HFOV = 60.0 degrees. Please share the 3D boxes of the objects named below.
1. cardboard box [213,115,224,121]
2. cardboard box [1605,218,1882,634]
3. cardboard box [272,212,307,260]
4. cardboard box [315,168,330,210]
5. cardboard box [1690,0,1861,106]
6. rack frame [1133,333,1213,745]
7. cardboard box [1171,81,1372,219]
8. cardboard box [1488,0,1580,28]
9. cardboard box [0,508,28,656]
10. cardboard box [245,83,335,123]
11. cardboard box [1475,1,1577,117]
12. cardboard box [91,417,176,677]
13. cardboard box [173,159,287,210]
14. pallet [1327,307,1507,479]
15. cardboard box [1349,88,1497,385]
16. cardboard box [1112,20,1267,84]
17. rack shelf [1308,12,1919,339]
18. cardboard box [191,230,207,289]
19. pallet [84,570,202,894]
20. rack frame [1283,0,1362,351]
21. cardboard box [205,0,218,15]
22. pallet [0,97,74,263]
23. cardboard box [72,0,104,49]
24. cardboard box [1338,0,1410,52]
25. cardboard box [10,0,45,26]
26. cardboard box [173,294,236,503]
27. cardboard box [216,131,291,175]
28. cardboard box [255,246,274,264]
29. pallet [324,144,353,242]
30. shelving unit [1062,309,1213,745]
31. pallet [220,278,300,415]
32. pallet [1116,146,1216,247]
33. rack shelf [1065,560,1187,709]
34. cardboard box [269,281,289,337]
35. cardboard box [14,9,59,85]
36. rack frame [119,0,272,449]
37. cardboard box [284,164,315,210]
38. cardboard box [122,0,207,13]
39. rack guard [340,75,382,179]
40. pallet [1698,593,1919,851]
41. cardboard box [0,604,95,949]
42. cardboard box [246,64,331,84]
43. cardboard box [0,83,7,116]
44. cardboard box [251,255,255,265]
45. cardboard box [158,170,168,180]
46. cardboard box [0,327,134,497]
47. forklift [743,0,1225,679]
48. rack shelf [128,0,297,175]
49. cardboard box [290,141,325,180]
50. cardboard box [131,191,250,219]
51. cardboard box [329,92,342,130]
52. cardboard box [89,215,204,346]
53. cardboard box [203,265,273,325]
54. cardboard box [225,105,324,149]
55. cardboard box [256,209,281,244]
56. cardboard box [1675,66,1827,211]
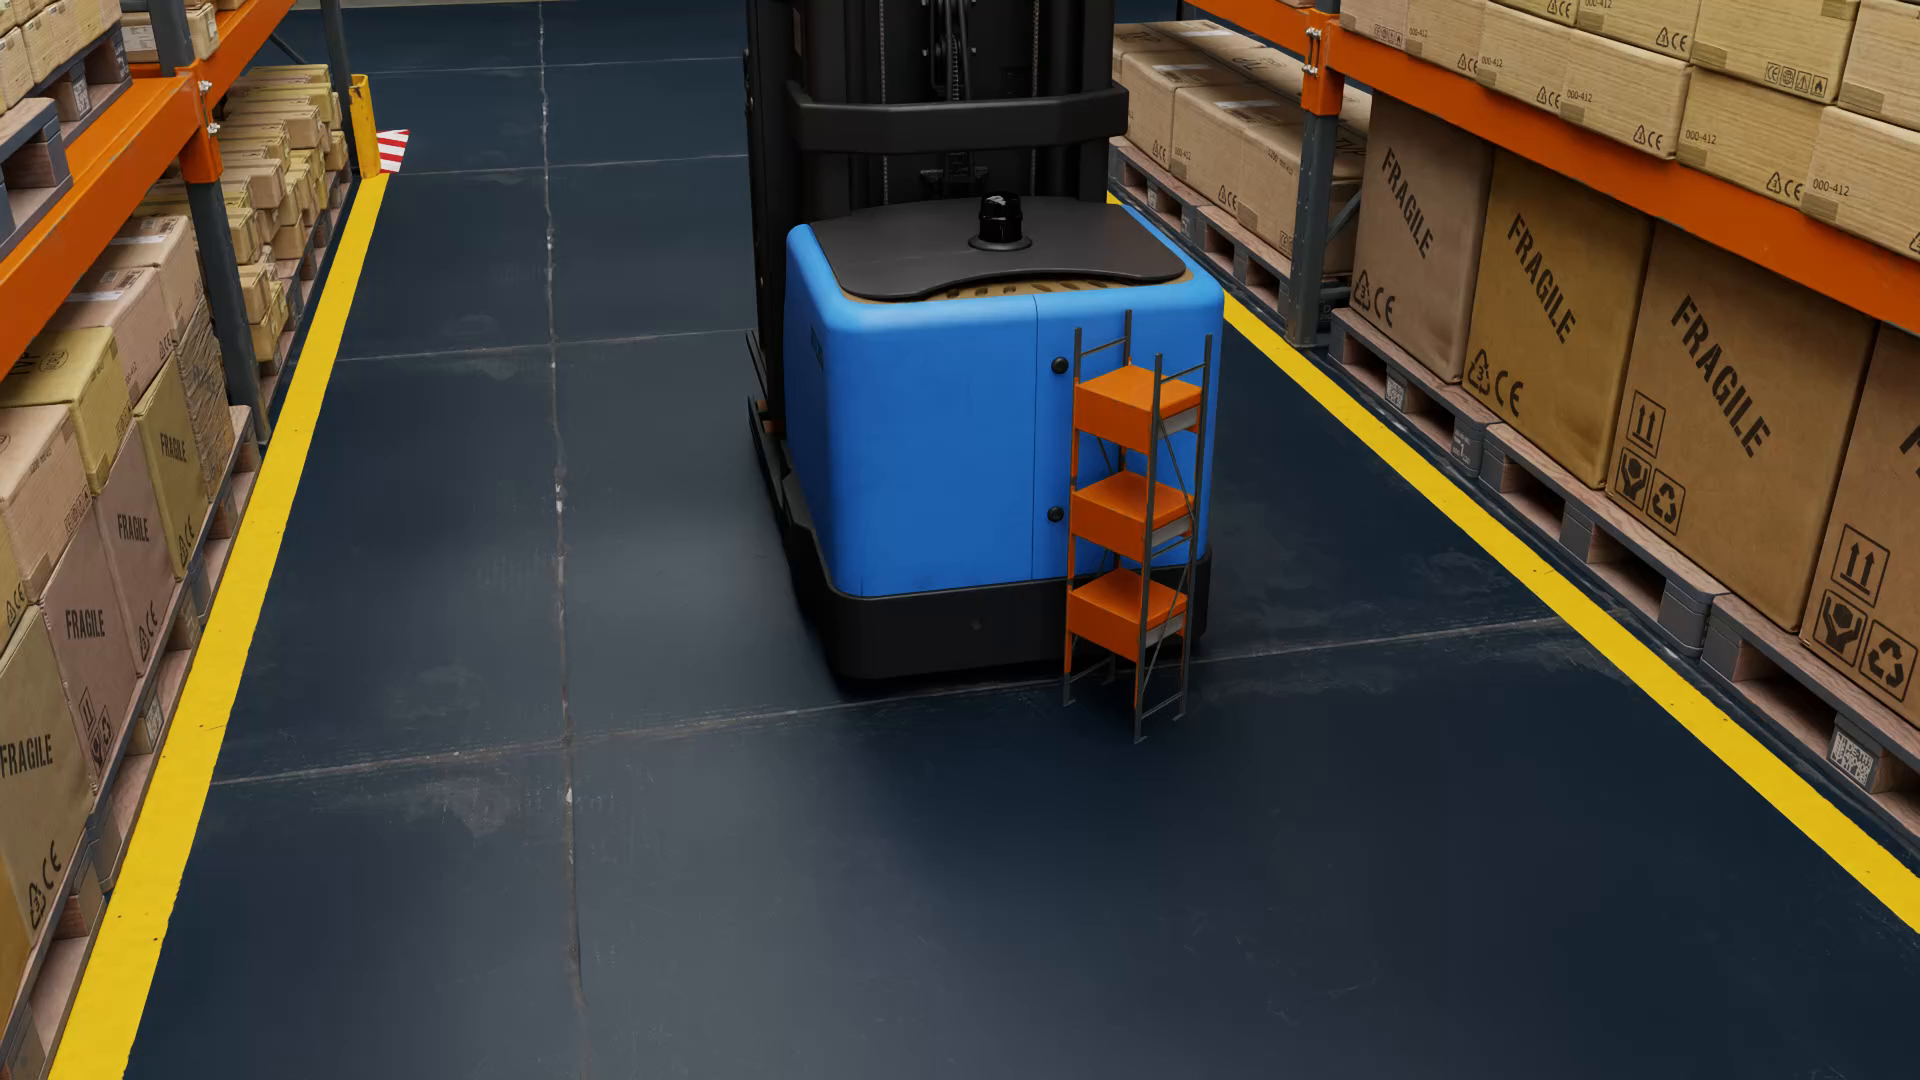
[{"bbox_3d":[-3.992,-2.190,8.628,0.380,0.149,0.250,-5,27,-9],"label":"cardboard box"},{"bbox_3d":[2.471,-0.376,4.559,0.875,0.875,0.875,-6,27,-11],"label":"cardboard box"},{"bbox_3d":[-3.060,-1.316,7.225,0.380,0.149,0.250,-7,28,-13],"label":"cardboard box"},{"bbox_3d":[-3.219,-1.664,7.915,0.380,0.149,0.250,-7,28,-14],"label":"cardboard box"},{"bbox_3d":[2.131,-1.224,3.958,0.500,0.250,0.500,-7,28,-13],"label":"cardboard box"},{"bbox_3d":[0.515,0.019,4.047,0.200,1.050,0.008,-24,35,-39],"label":"rack frame"},{"bbox_3d":[1.602,-1.913,8.089,0.875,0.438,0.875,-7,28,-13],"label":"cardboard box"},{"bbox_3d":[1.898,-1.674,4.849,0.500,0.250,0.500,-6,27,-11],"label":"cardboard box"},{"bbox_3d":[-2.091,0.157,3.086,0.500,0.250,0.500,-6,27,-12],"label":"cardboard box"},{"bbox_3d":[-3.311,-2.156,8.229,0.380,0.149,0.250,-7,28,-13],"label":"cardboard box"},{"bbox_3d":[1.901,-1.449,4.959,0.500,0.250,0.500,-6,27,-12],"label":"cardboard box"},{"bbox_3d":[-2.320,0.036,4.158,0.500,0.500,0.500,-7,28,-13],"label":"cardboard box"},{"bbox_3d":[-3.003,-1.461,6.853,0.380,0.149,0.250,-5,27,-10],"label":"cardboard box"},{"bbox_3d":[2.088,-0.614,6.232,1.003,0.211,1.213,-6,27,-12],"label":"pallet"},{"bbox_3d":[2.059,-1.165,6.121,0.875,0.875,0.875,-5,27,-10],"label":"cardboard box"},{"bbox_3d":[1.186,-2.710,9.668,0.875,0.438,0.875,-7,28,-13],"label":"cardboard box"},{"bbox_3d":[2.292,-0.991,4.682,1.077,0.370,4.000,-6,27,-12],"label":"rack shelf"},{"bbox_3d":[-2.835,-0.995,5.931,0.380,0.149,0.250,-5,27,-9],"label":"cardboard box"},{"bbox_3d":[-2.504,0.480,4.064,1.003,0.211,1.213,-6,27,-12],"label":"pallet"},{"bbox_3d":[1.841,-2.190,6.260,1.000,3.000,0.127,-6,27,-12],"label":"rack frame"},{"bbox_3d":[-3.001,-2.026,6.213,0.380,0.149,0.250,-7,28,-14],"label":"cardboard box"},{"bbox_3d":[-2.543,-0.666,3.454,1.003,0.211,1.213,-6,27,-12],"label":"pallet"},{"bbox_3d":[-2.617,-1.450,4.606,0.380,0.149,0.250,-6,27,-11],"label":"cardboard box"},{"bbox_3d":[1.683,-1.903,5.858,0.500,0.250,0.500,-7,28,-13],"label":"cardboard box"},{"bbox_3d":[-2.497,-1.352,4.082,0.380,0.149,0.250,-7,28,-13],"label":"cardboard box"},{"bbox_3d":[-2.547,-0.415,5.051,0.500,0.500,0.500,-6,27,-13],"label":"cardboard box"},{"bbox_3d":[-3.162,-1.684,7.295,0.380,0.149,0.250,-6,27,-11],"label":"cardboard box"},{"bbox_3d":[-3.000,-1.077,6.753,0.380,0.149,0.250,-7,28,-13],"label":"cardboard box"},{"bbox_3d":[-3.695,-1.760,8.503,1.003,0.211,1.213,-6,27,-12],"label":"pallet"},{"bbox_3d":[0.429,-0.020,4.125,0.215,1.050,0.252,-24,35,-39],"label":"shelving unit"},{"bbox_3d":[-3.145,-0.689,6.381,1.003,0.211,1.213,-6,27,-12],"label":"pallet"},{"bbox_3d":[1.467,-1.823,8.628,1.003,0.211,1.213,-6,27,-12],"label":"pallet"},{"bbox_3d":[0.429,0.238,4.255,0.215,0.259,0.240,-24,35,-39],"label":"rack shelf"},{"bbox_3d":[-2.788,-0.867,6.336,0.380,0.149,0.250,-5,27,-10],"label":"cardboard box"},{"bbox_3d":[-2.507,-1.230,4.171,0.380,0.149,0.250,-7,28,-14],"label":"cardboard box"},{"bbox_3d":[-2.959,-1.643,5.176,1.000,3.000,0.127,-6,27,-12],"label":"rack frame"},{"bbox_3d":[-3.086,-1.557,7.374,0.380,0.149,0.250,-6,27,-11],"label":"cardboard box"},{"bbox_3d":[-2.825,-2.063,5.568,0.500,0.500,0.500,-6,27,-13],"label":"cardboard box"},{"bbox_3d":[-3.843,-2.250,9.152,1.175,0.500,0.348,-6,27,-12],"label":"rack guard"},{"bbox_3d":[2.638,0.457,4.110,1.003,0.211,1.213,-6,27,-12],"label":"pallet"},{"bbox_3d":[-2.085,0.485,3.269,0.500,0.500,0.500,-6,27,-11],"label":"cardboard box"},{"bbox_3d":[-3.494,-2.373,8.659,0.380,0.149,0.250,-6,27,-11],"label":"cardboard box"},{"bbox_3d":[-2.380,-0.992,3.700,0.380,0.149,0.250,-5,27,-9],"label":"cardboard box"},{"bbox_3d":[-2.963,-1.087,6.443,0.380,0.149,0.250,-6,27,-12],"label":"cardboard box"},{"bbox_3d":[-3.608,-1.638,7.205,0.380,0.149,0.250,-6,27,-11],"label":"cardboard box"},{"bbox_3d":[-2.309,-0.290,3.972,0.500,0.250,0.500,-7,28,-14],"label":"cardboard box"},{"bbox_3d":[-0.136,-1.586,5.139,1.130,2.935,3.031,-6,27,-11],"label":"forklift"},{"bbox_3d":[-3.410,-2.200,7.078,1.077,0.370,4.000,-6,27,-12],"label":"rack shelf"},{"bbox_3d":[-3.215,-1.790,7.835,0.380,0.149,0.250,-6,27,-11],"label":"cardboard box"},{"bbox_3d":[-2.944,-1.228,6.392,0.380,0.149,0.250,-6,27,-12],"label":"cardboard box"},{"bbox_3d":[-3.463,-2.244,8.734,0.380,0.149,0.250,-7,28,-13],"label":"cardboard box"},{"bbox_3d":[-2.545,-0.748,4.879,0.500,0.250,0.500,-7,28,-13],"label":"cardboard box"},{"bbox_3d":[-2.729,-0.882,6.036,0.380,0.149,0.250,-5,27,-9],"label":"cardboard box"},{"bbox_3d":[-3.200,-1.923,7.769,0.380,0.149,0.250,-5,27,-10],"label":"cardboard box"},{"bbox_3d":[-3.060,-1.329,6.922,0.380,0.149,0.250,-5,27,-9],"label":"cardboard box"},{"bbox_3d":[2.147,-1.008,4.084,0.500,0.250,0.500,-6,27,-12],"label":"cardboard box"}]
